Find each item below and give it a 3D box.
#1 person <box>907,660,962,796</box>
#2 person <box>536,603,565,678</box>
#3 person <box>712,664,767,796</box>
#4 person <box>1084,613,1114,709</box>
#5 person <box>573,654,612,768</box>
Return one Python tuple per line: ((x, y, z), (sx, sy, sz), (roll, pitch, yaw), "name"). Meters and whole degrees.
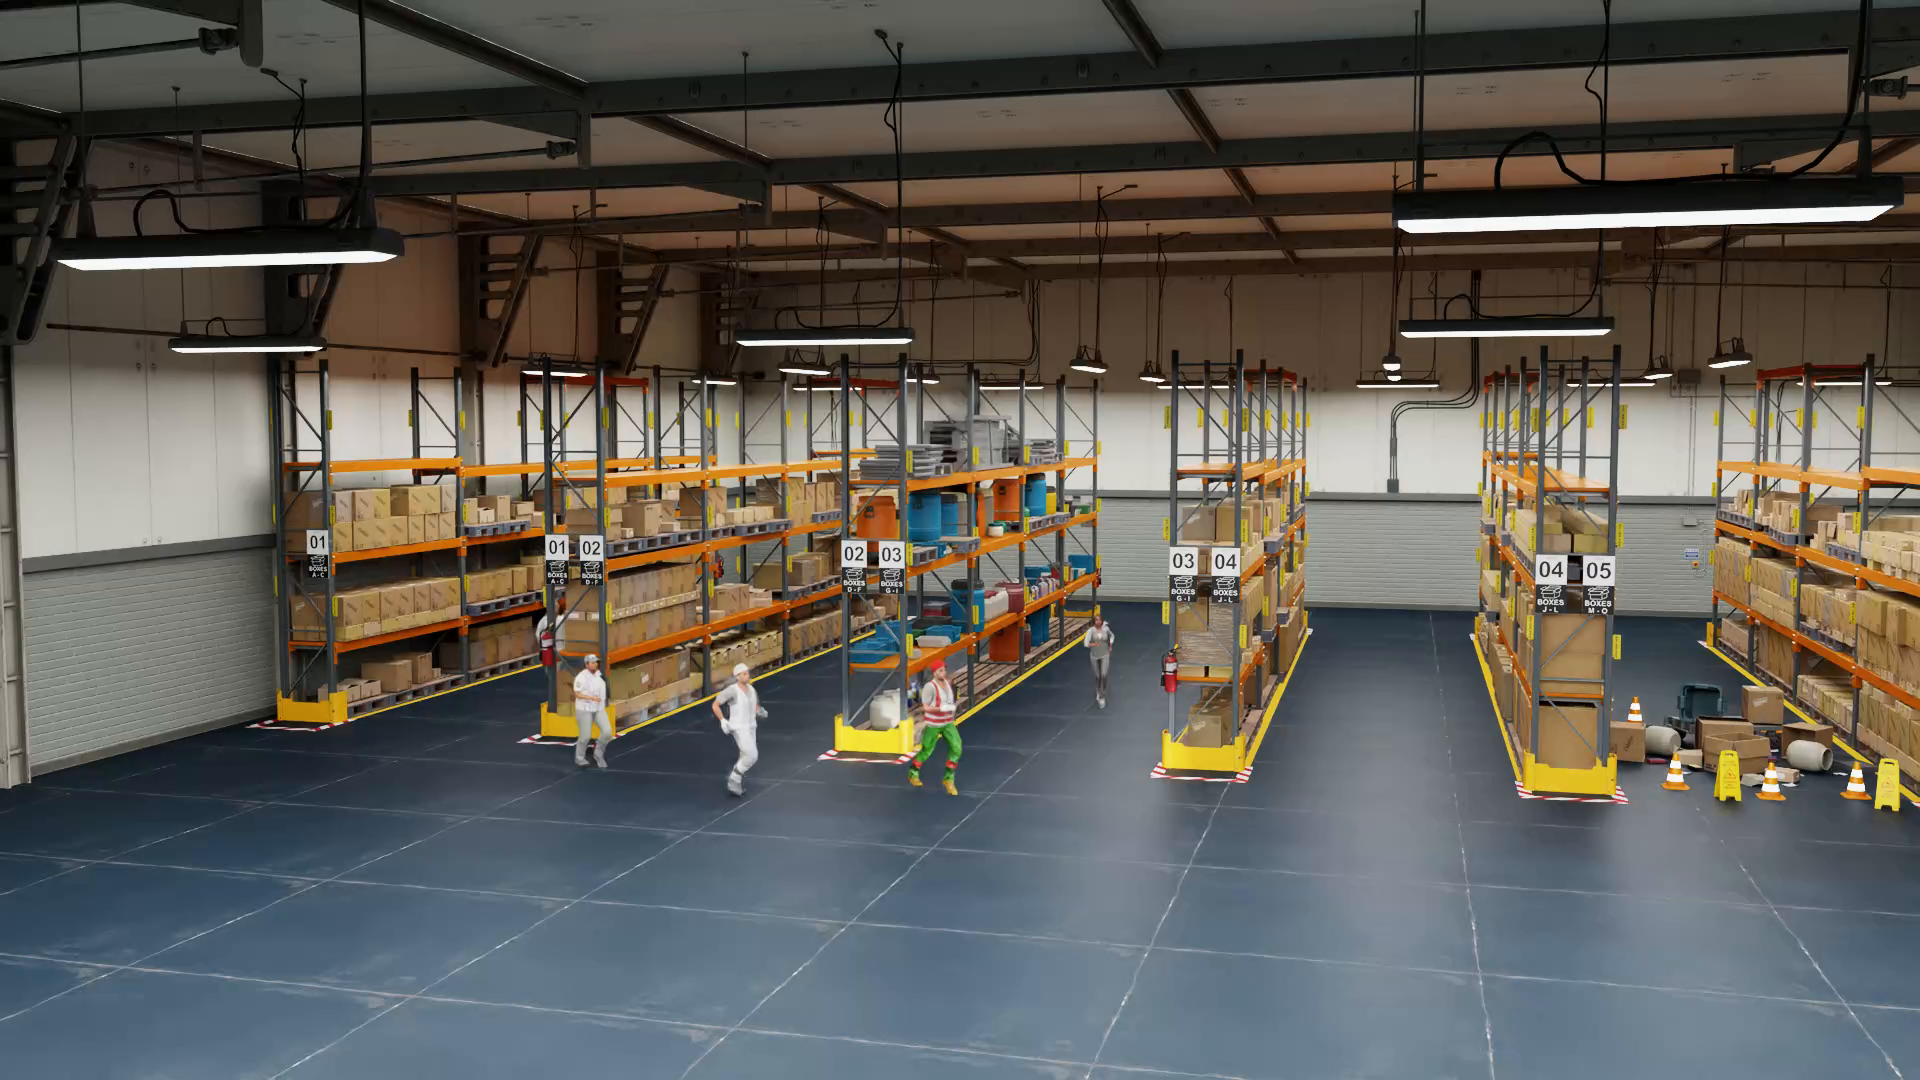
((-0.296, 2.505, 22.341), (0.672, 1.823, 0.915), (-4, 5, -41), "person")
((-7.218, 1.992, 29.711), (0.737, 1.775, 0.836), (0, 4, 5), "person")
((-2.854, 2.518, 22.080), (0.659, 1.748, 0.645), (3, 5, 32), "person")
((2.437, 2.100, 29.165), (0.509, 1.638, 0.706), (1, 4, 8), "person")
((-5.293, 2.476, 23.897), (0.695, 1.698, 0.599), (4, 5, 41), "person")
